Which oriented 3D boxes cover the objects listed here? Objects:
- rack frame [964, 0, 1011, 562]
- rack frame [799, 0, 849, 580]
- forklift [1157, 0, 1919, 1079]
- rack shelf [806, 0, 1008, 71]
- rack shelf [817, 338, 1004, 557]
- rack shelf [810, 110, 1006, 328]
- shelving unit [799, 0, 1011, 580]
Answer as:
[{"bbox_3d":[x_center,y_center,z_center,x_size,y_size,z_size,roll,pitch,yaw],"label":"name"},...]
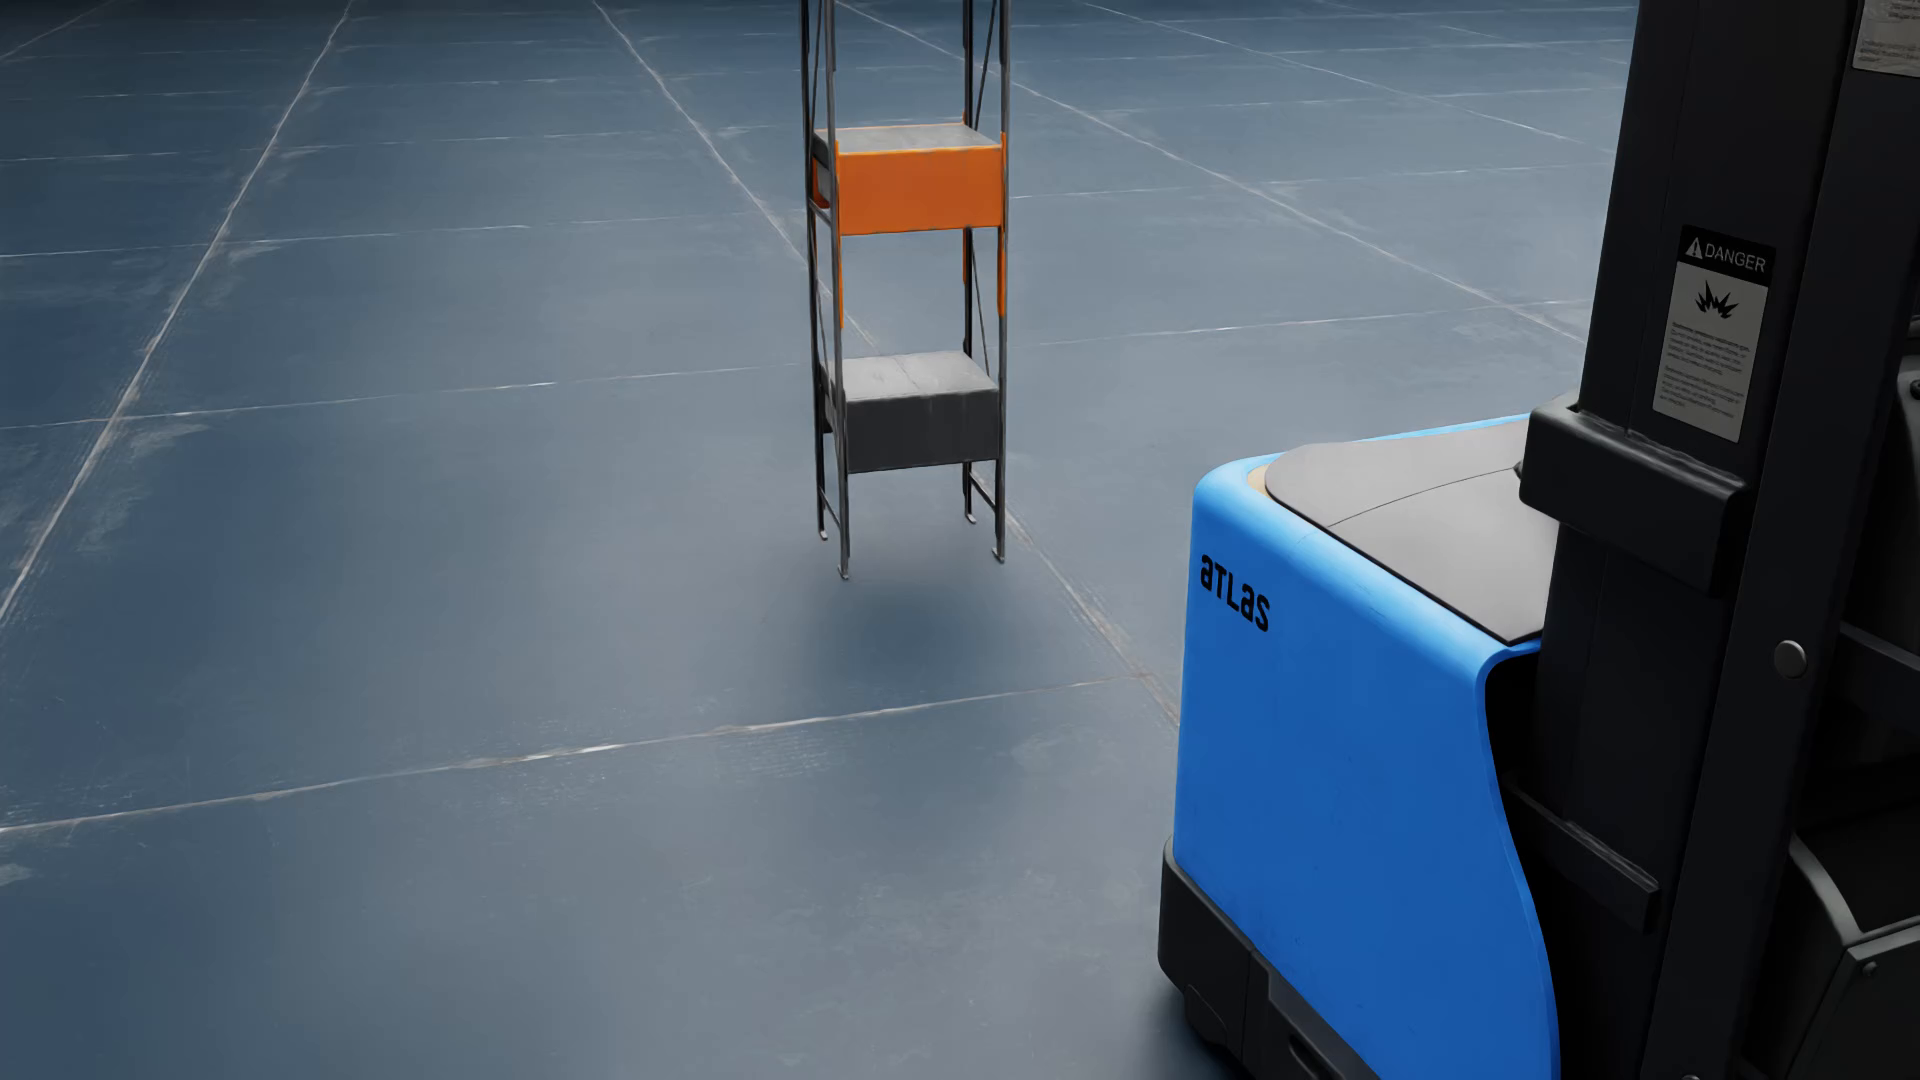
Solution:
[{"bbox_3d":[0.076,-0.973,4.855,0.015,2.100,0.400,-6,24,-14],"label":"rack frame"},{"bbox_3d":[-0.394,-0.921,4.734,0.015,2.100,0.400,-6,24,-14],"label":"rack frame"},{"bbox_3d":[1.422,-0.030,1.602,1.130,2.935,3.031,-10,25,-21],"label":"forklift"},{"bbox_3d":[-0.159,-1.578,4.524,0.480,0.518,0.431,-6,24,-14],"label":"rack shelf"},{"bbox_3d":[-0.159,-0.291,5.076,0.480,0.518,0.431,-6,24,-14],"label":"rack shelf"},{"bbox_3d":[-0.159,-0.935,4.800,0.480,0.518,0.431,-6,24,-14],"label":"rack shelf"},{"bbox_3d":[-0.159,-0.947,4.795,0.503,2.100,0.431,-6,24,-14],"label":"shelving unit"}]
